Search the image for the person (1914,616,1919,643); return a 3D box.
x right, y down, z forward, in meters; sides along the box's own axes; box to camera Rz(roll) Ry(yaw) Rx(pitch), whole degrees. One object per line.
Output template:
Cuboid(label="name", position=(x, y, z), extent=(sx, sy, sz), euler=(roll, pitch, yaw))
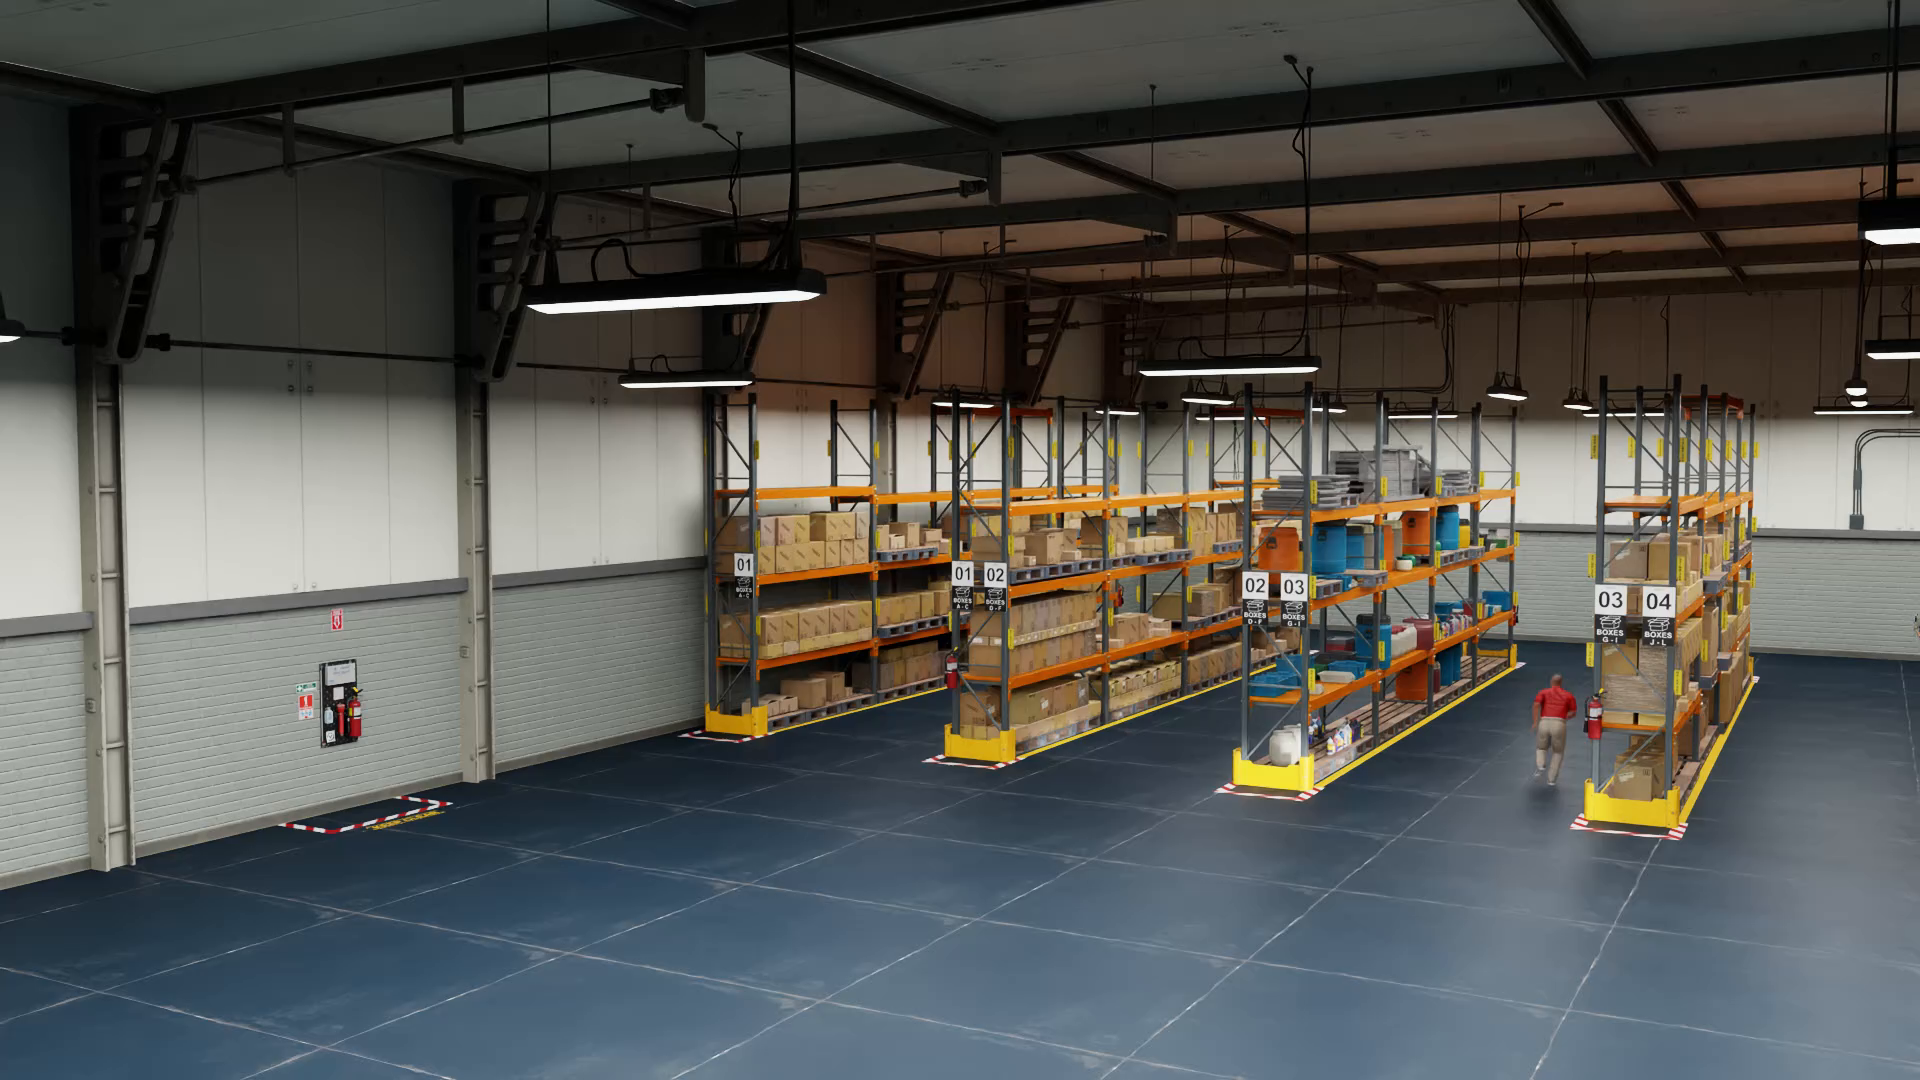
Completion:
Cuboid(label="person", position=(21.651, 2.225, 37.144), extent=(0.590, 1.505, 0.787), euler=(3, 4, 41))

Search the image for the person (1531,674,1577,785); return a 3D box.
Cuboid(label="person", position=(8.939, 2.888, 25.055), extent=(0.616, 1.530, 0.779), euler=(2, 4, 30))
